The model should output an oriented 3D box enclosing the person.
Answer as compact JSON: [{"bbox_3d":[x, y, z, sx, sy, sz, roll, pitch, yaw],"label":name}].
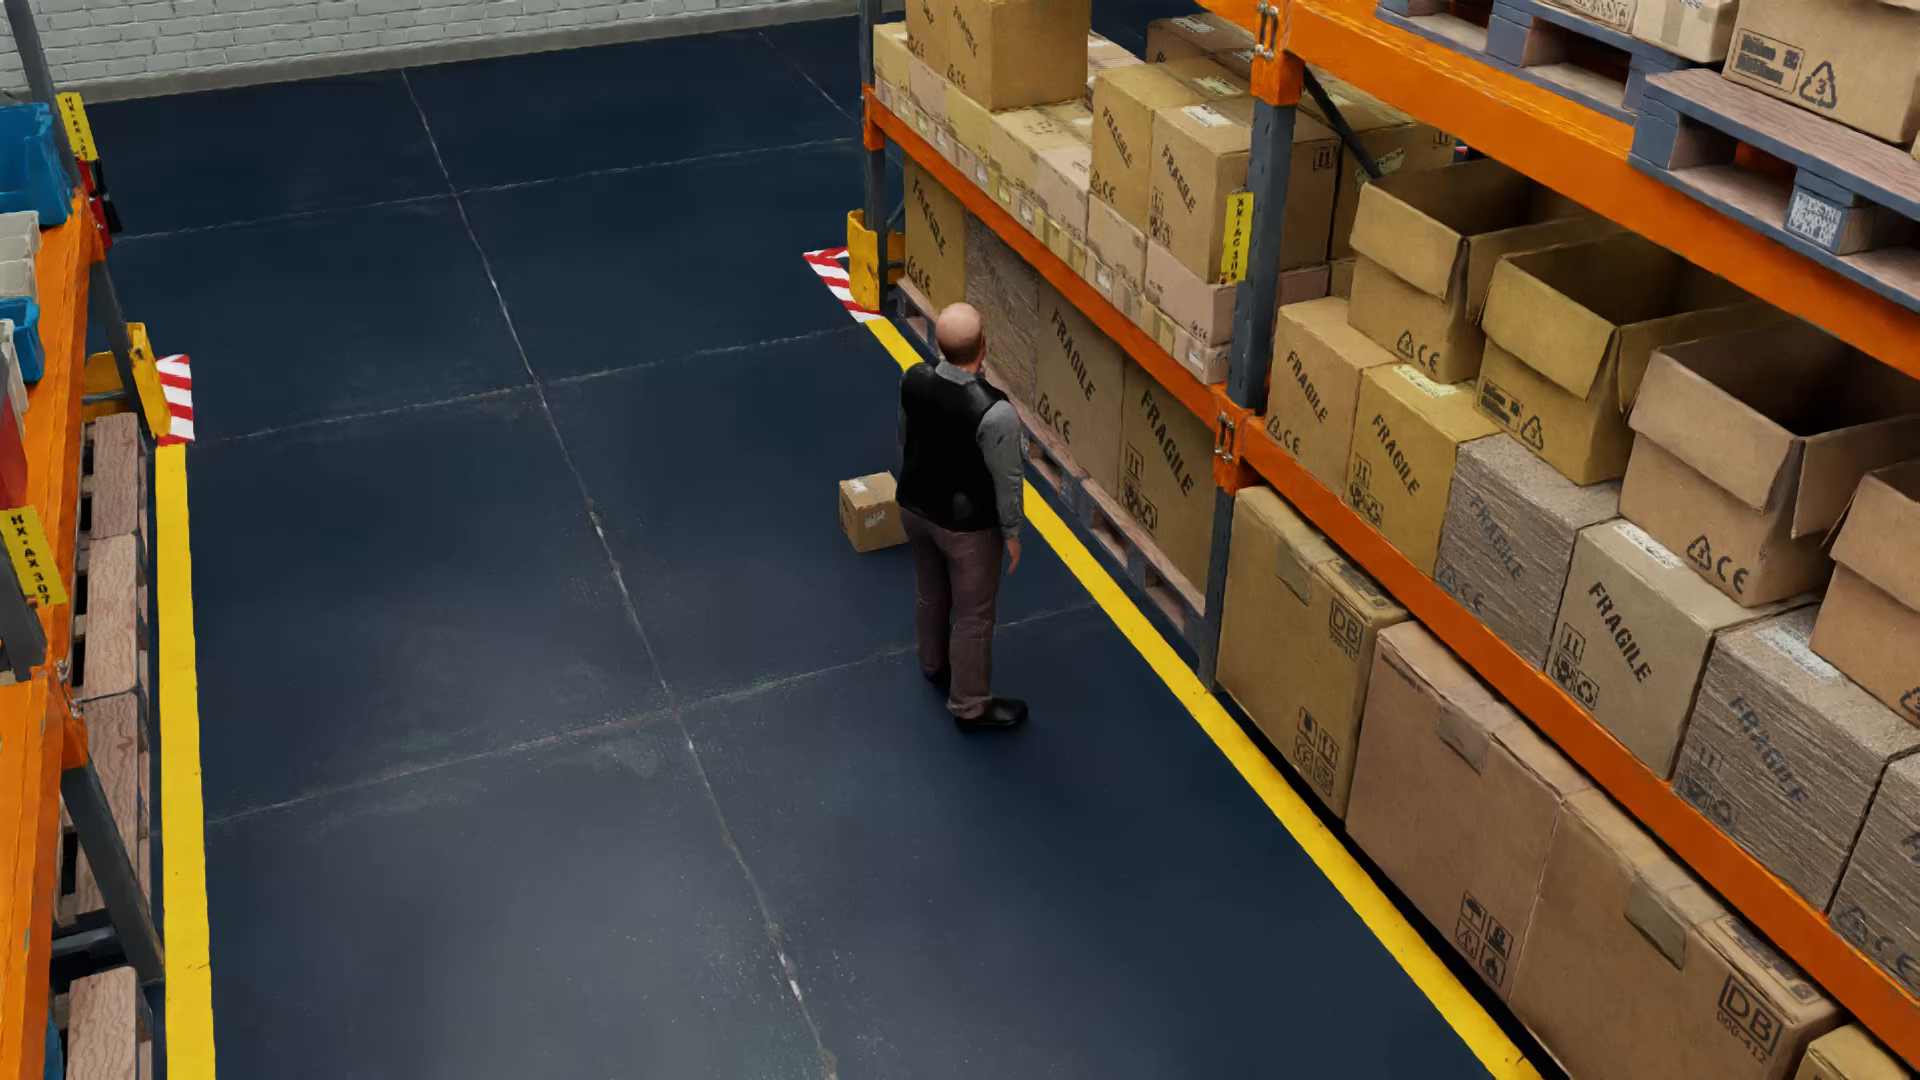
[{"bbox_3d":[0.030,-0.109,6.279,0.591,1.731,0.470,25,40,32],"label":"person"}]
